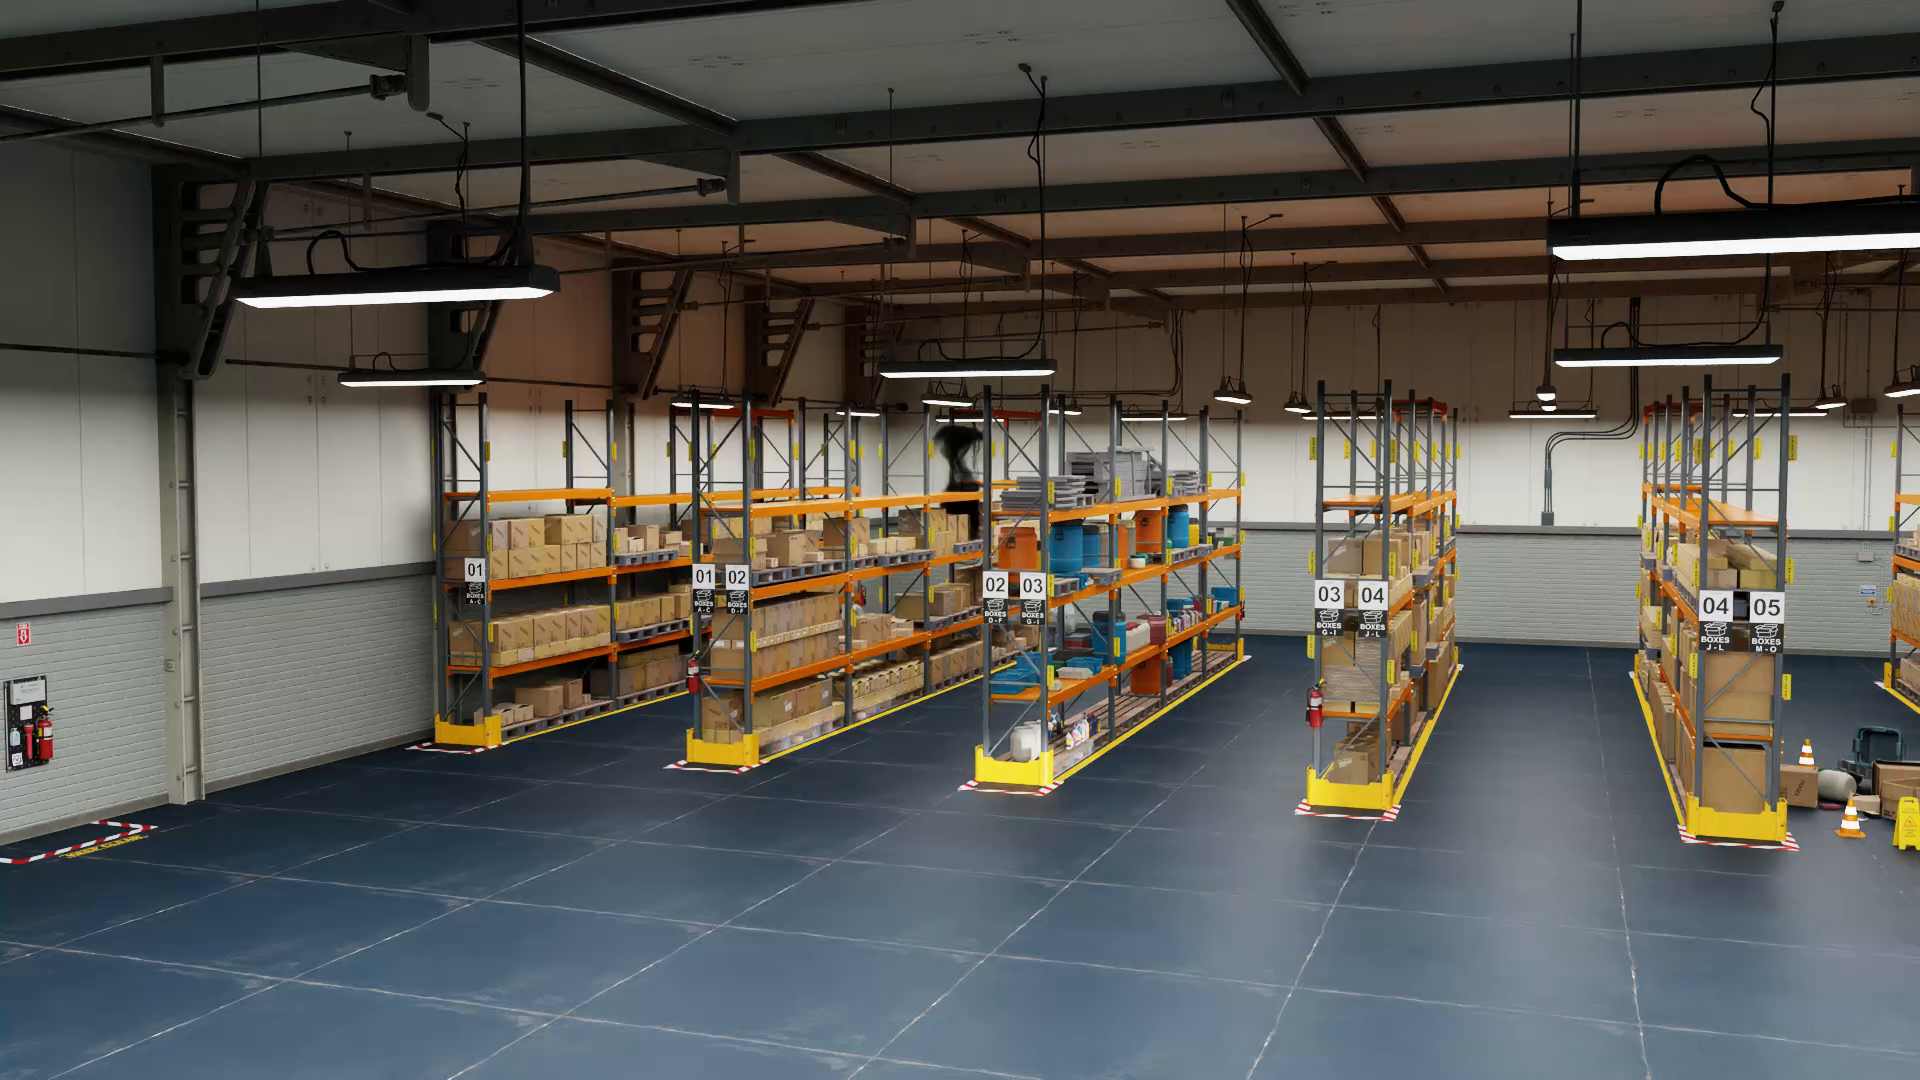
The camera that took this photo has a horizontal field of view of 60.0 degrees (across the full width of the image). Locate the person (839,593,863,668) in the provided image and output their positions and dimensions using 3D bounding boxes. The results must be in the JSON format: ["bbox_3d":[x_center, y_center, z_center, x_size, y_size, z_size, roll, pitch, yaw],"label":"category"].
[{"bbox_3d":[-2.502,2.083,37.779,0.651,1.837,0.894,0,3,6],"label":"person"}]

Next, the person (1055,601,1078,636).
[{"bbox_3d":[2.702,1.885,42.206,0.793,1.745,0.731,3,4,45],"label":"person"}]
